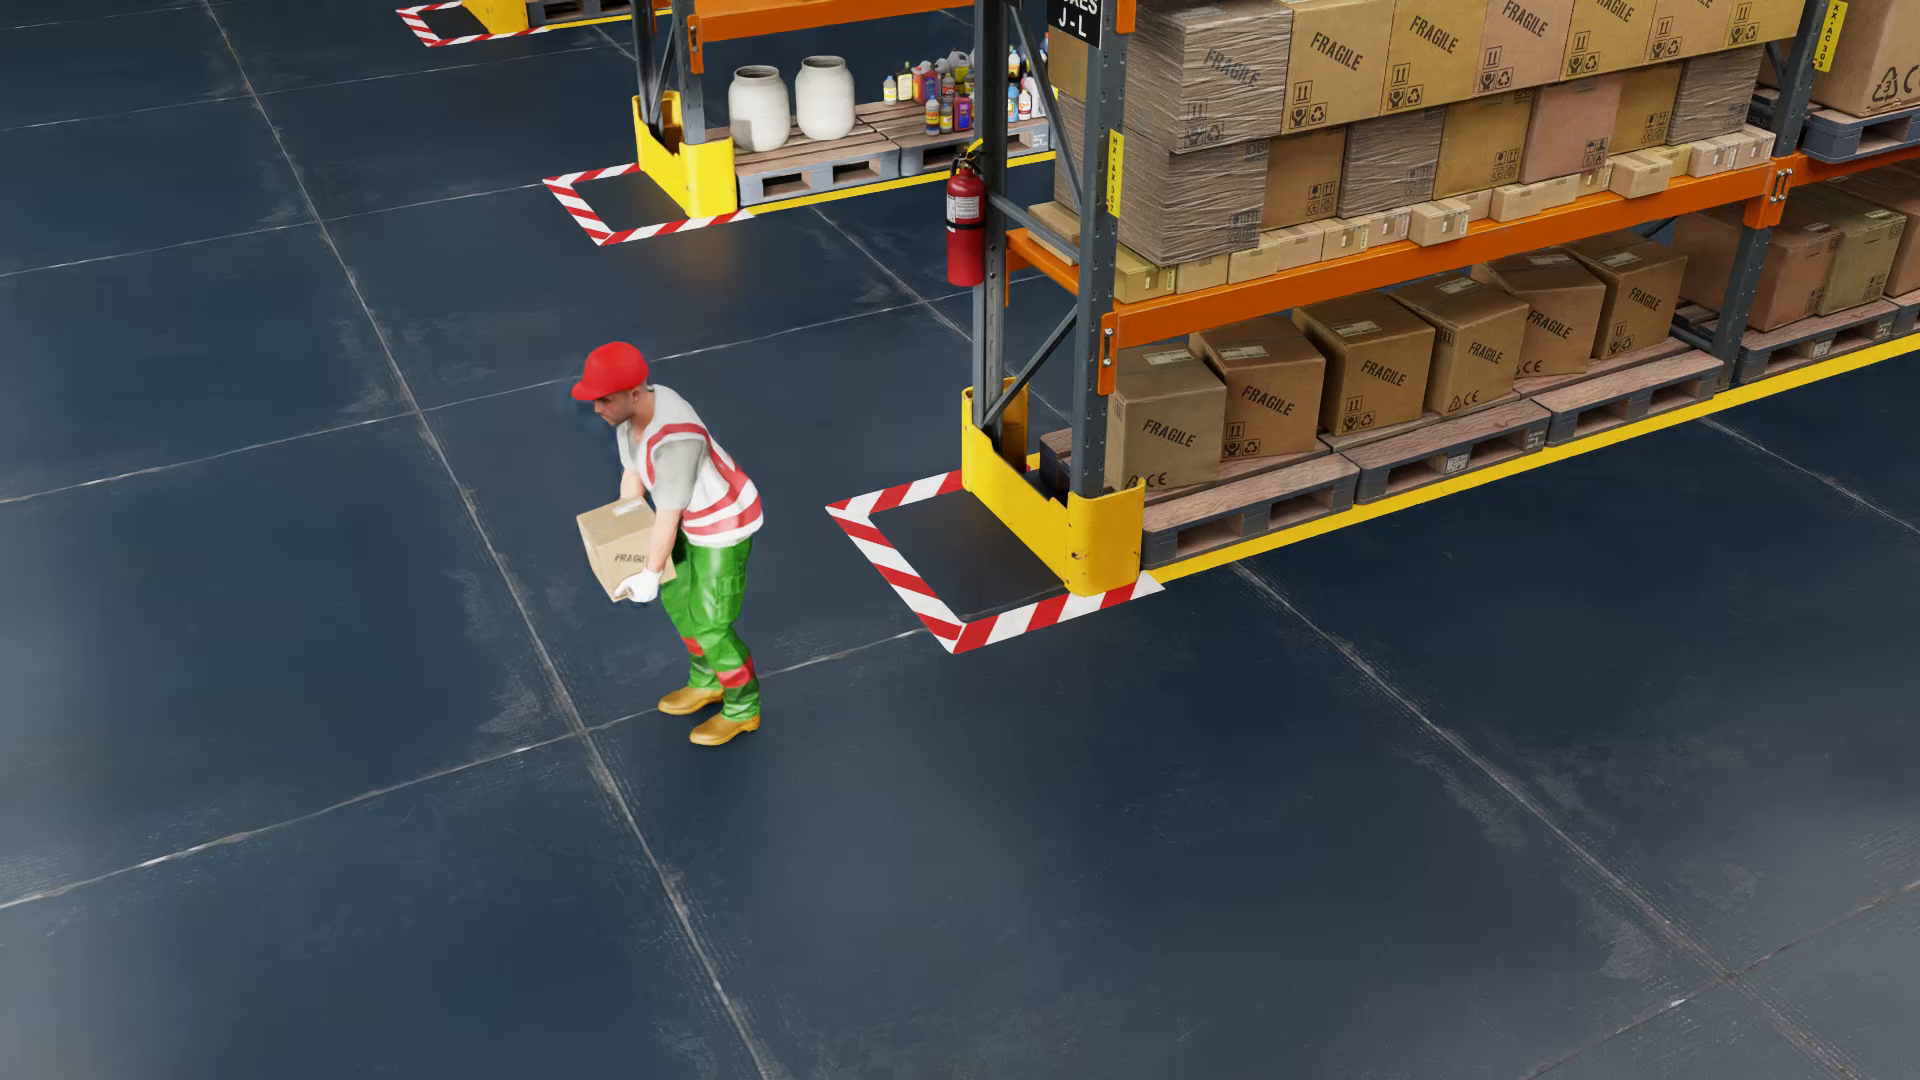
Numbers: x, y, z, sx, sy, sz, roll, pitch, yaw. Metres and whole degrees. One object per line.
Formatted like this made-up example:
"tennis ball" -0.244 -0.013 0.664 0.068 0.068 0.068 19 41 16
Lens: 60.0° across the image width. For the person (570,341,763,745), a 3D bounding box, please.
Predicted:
"person" -1.049 0.010 6.179 0.637 1.702 0.483 -17 36 -24
